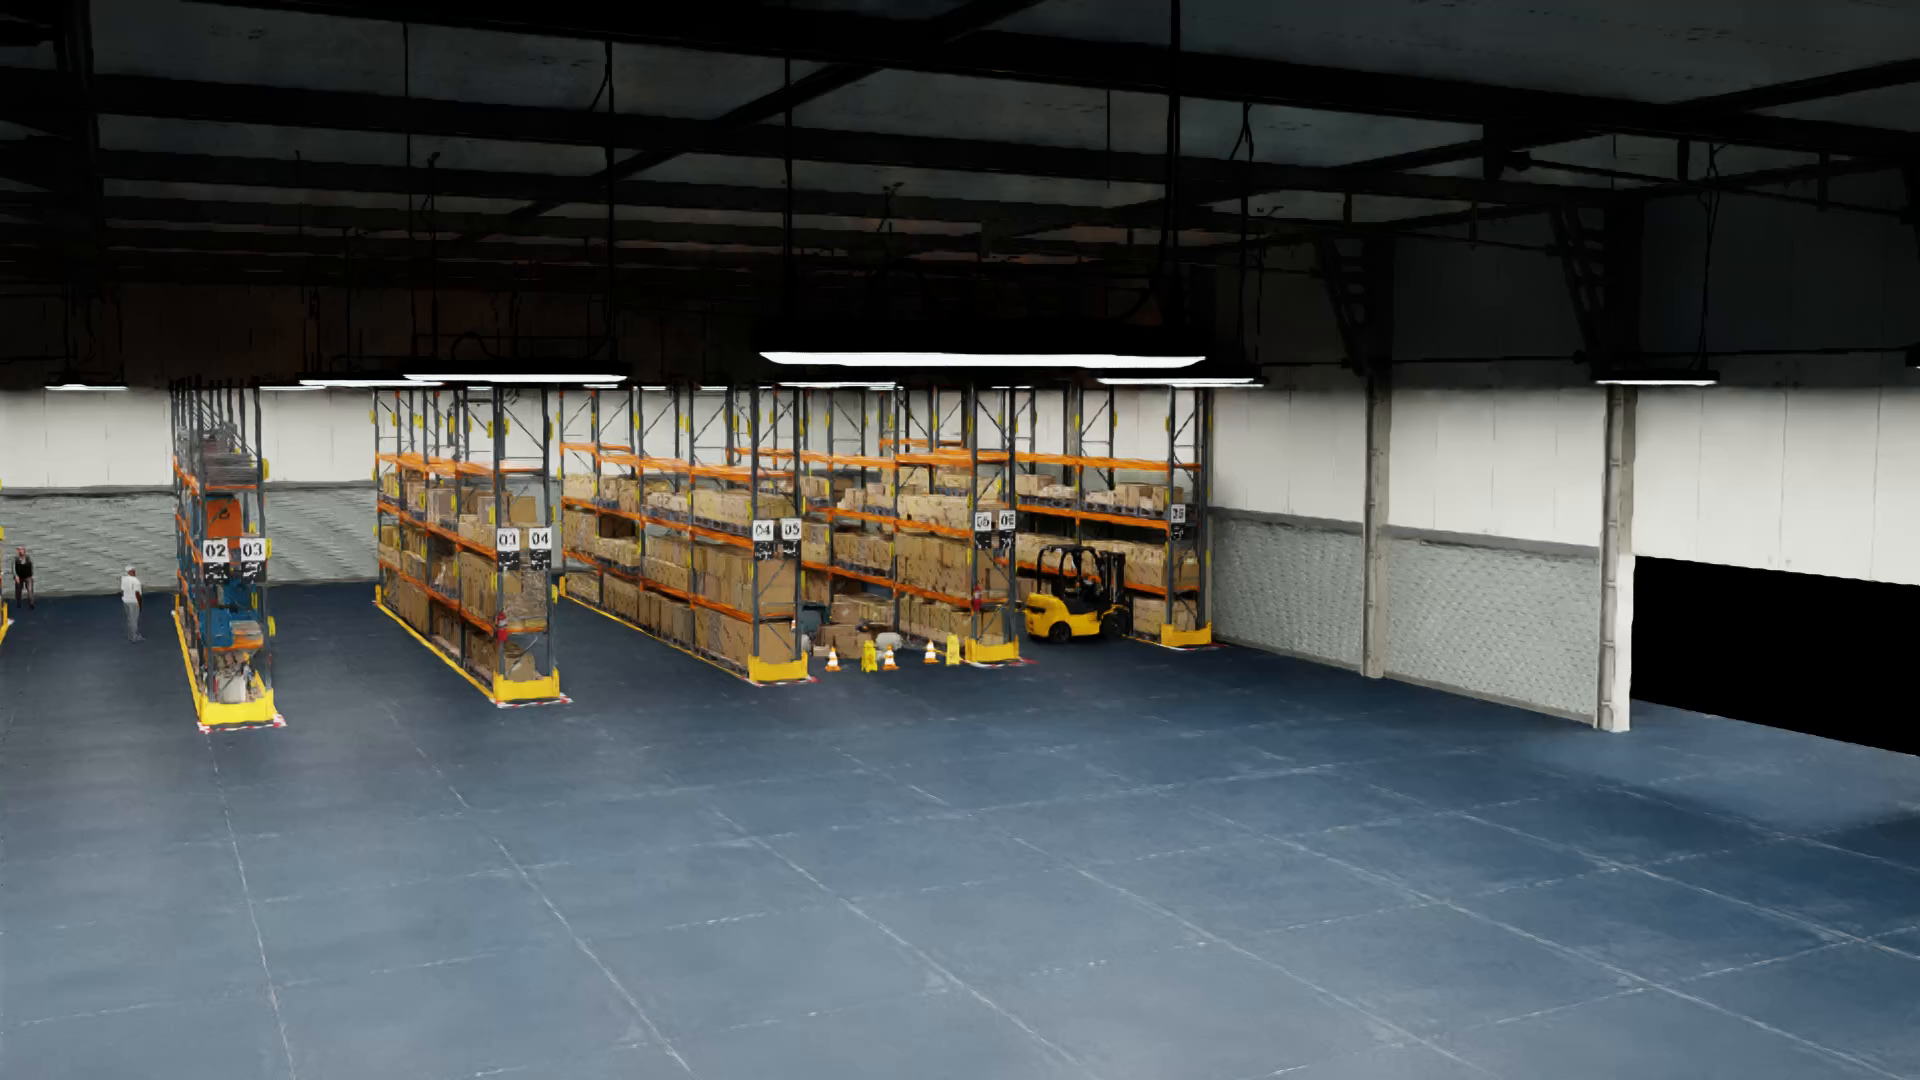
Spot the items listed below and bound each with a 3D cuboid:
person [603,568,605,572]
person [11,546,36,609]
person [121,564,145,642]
[{"bbox_3d":[-11.135,0.357,51.337,0.529,1.585,0.460,3,6,32],"label":"person"},{"bbox_3d":[-24.775,0.978,43.955,0.538,1.662,1.026,-4,6,-35],"label":"person"},{"bbox_3d":[-18.989,1.425,38.232,0.632,1.768,0.452,3,6,32],"label":"person"}]
